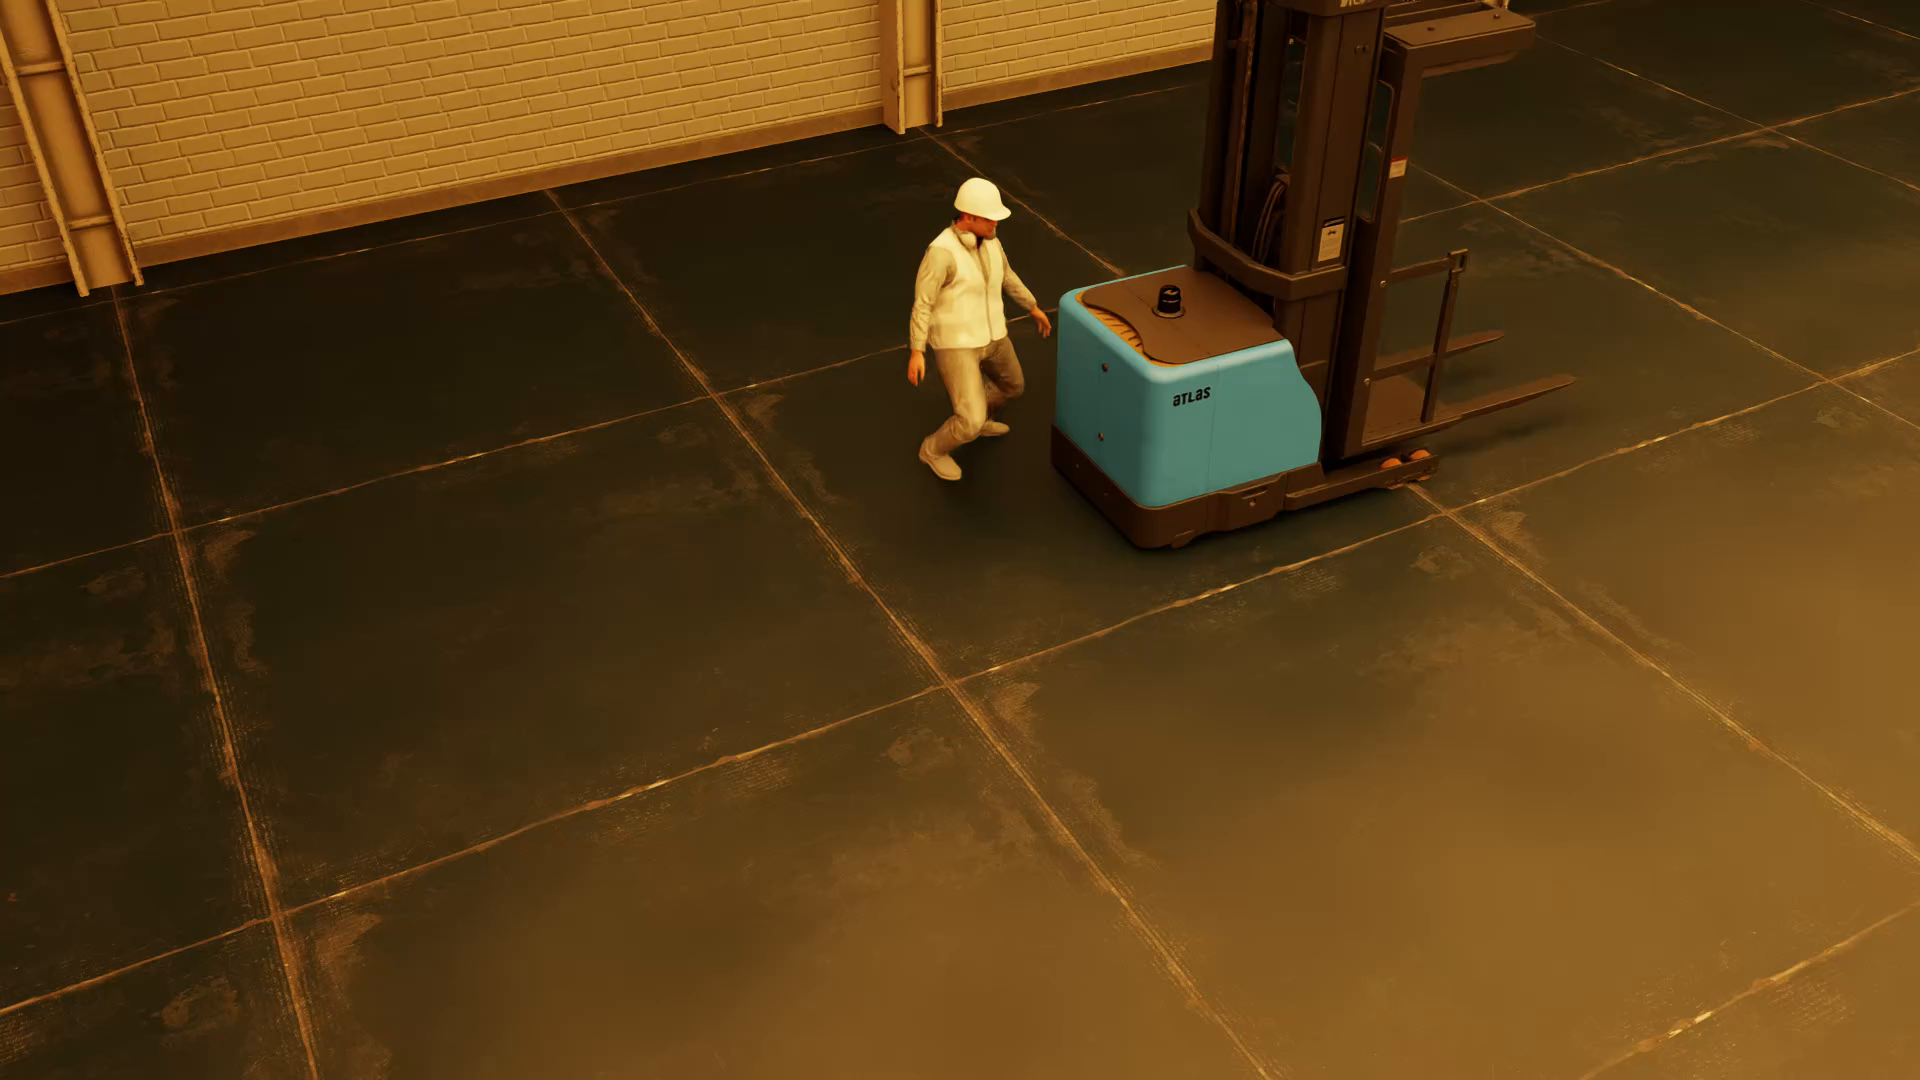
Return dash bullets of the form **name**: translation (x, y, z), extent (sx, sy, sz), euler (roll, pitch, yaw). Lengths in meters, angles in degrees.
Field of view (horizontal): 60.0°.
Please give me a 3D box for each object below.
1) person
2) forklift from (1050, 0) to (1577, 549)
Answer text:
- **person**: translation (0.081, -1.095, 8.793), extent (0.594, 1.667, 0.916), euler (28, 44, 34)
- **forklift**: translation (2.053, -1.730, 8.571), extent (3.031, 2.935, 1.130), euler (-16, 38, -21)
